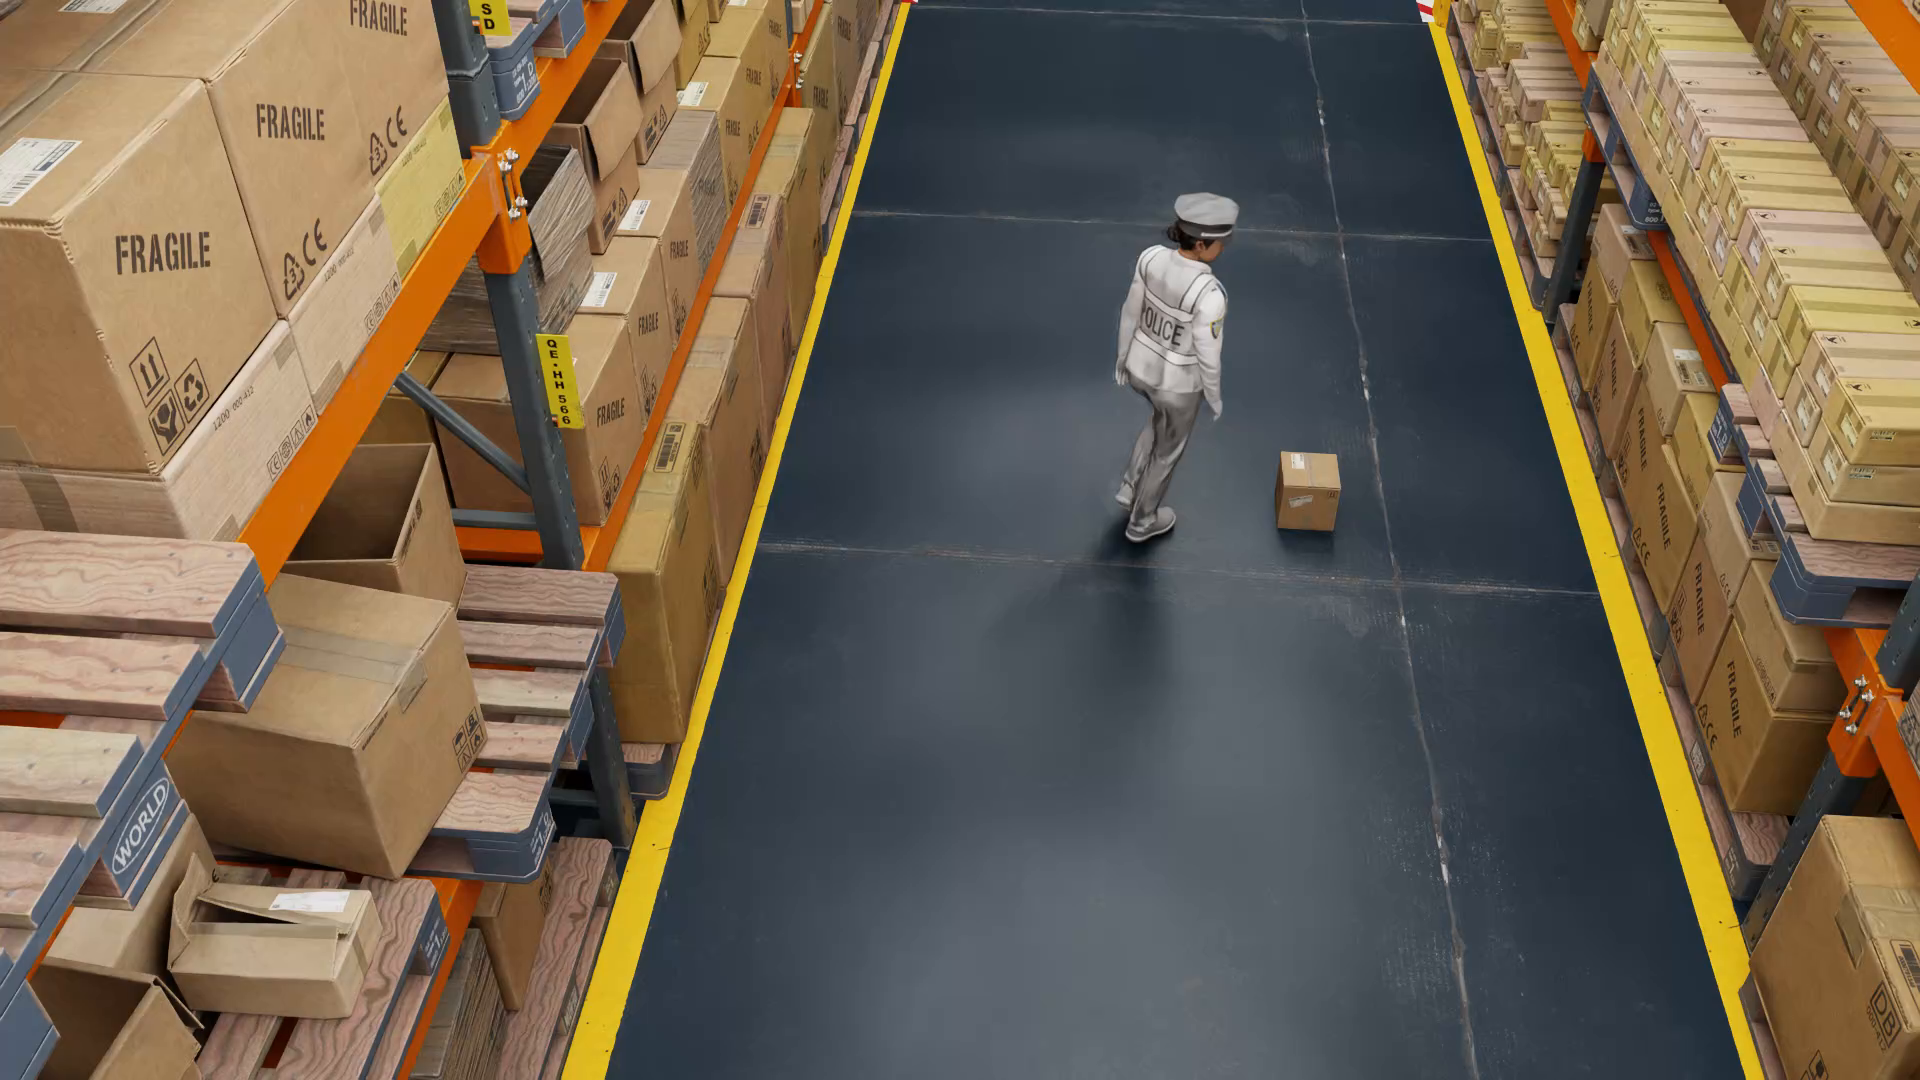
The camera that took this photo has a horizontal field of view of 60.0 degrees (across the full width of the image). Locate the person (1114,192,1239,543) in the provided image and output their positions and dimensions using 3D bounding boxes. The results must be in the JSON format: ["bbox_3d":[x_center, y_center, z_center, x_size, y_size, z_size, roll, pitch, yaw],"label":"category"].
[{"bbox_3d":[0.901,-0.665,6.932,0.404,1.695,0.540,-26,47,-27],"label":"person"}]
